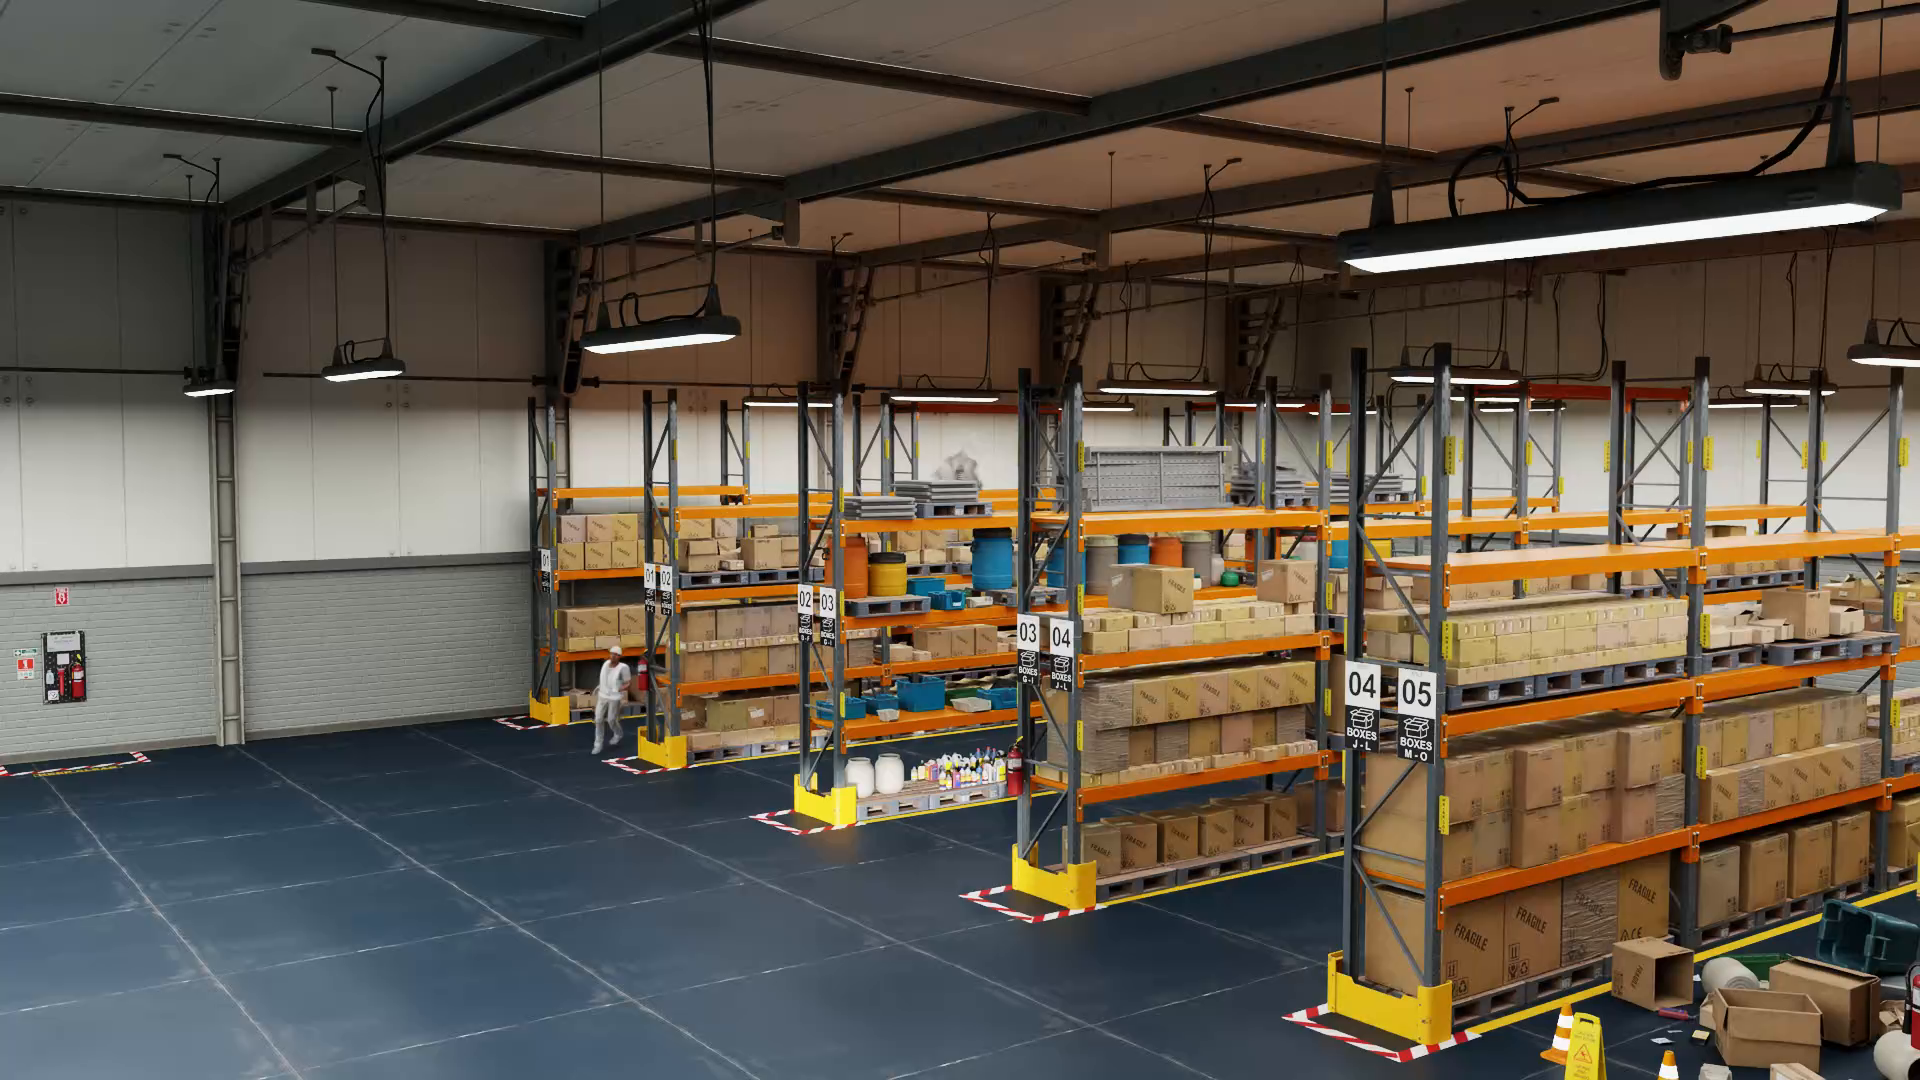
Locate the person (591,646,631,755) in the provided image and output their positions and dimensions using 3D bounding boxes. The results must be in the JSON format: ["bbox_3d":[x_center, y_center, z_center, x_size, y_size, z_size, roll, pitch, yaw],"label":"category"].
[{"bbox_3d":[-5.782,2.647,27.748,0.716,1.776,0.845,1,4,19],"label":"person"}]
